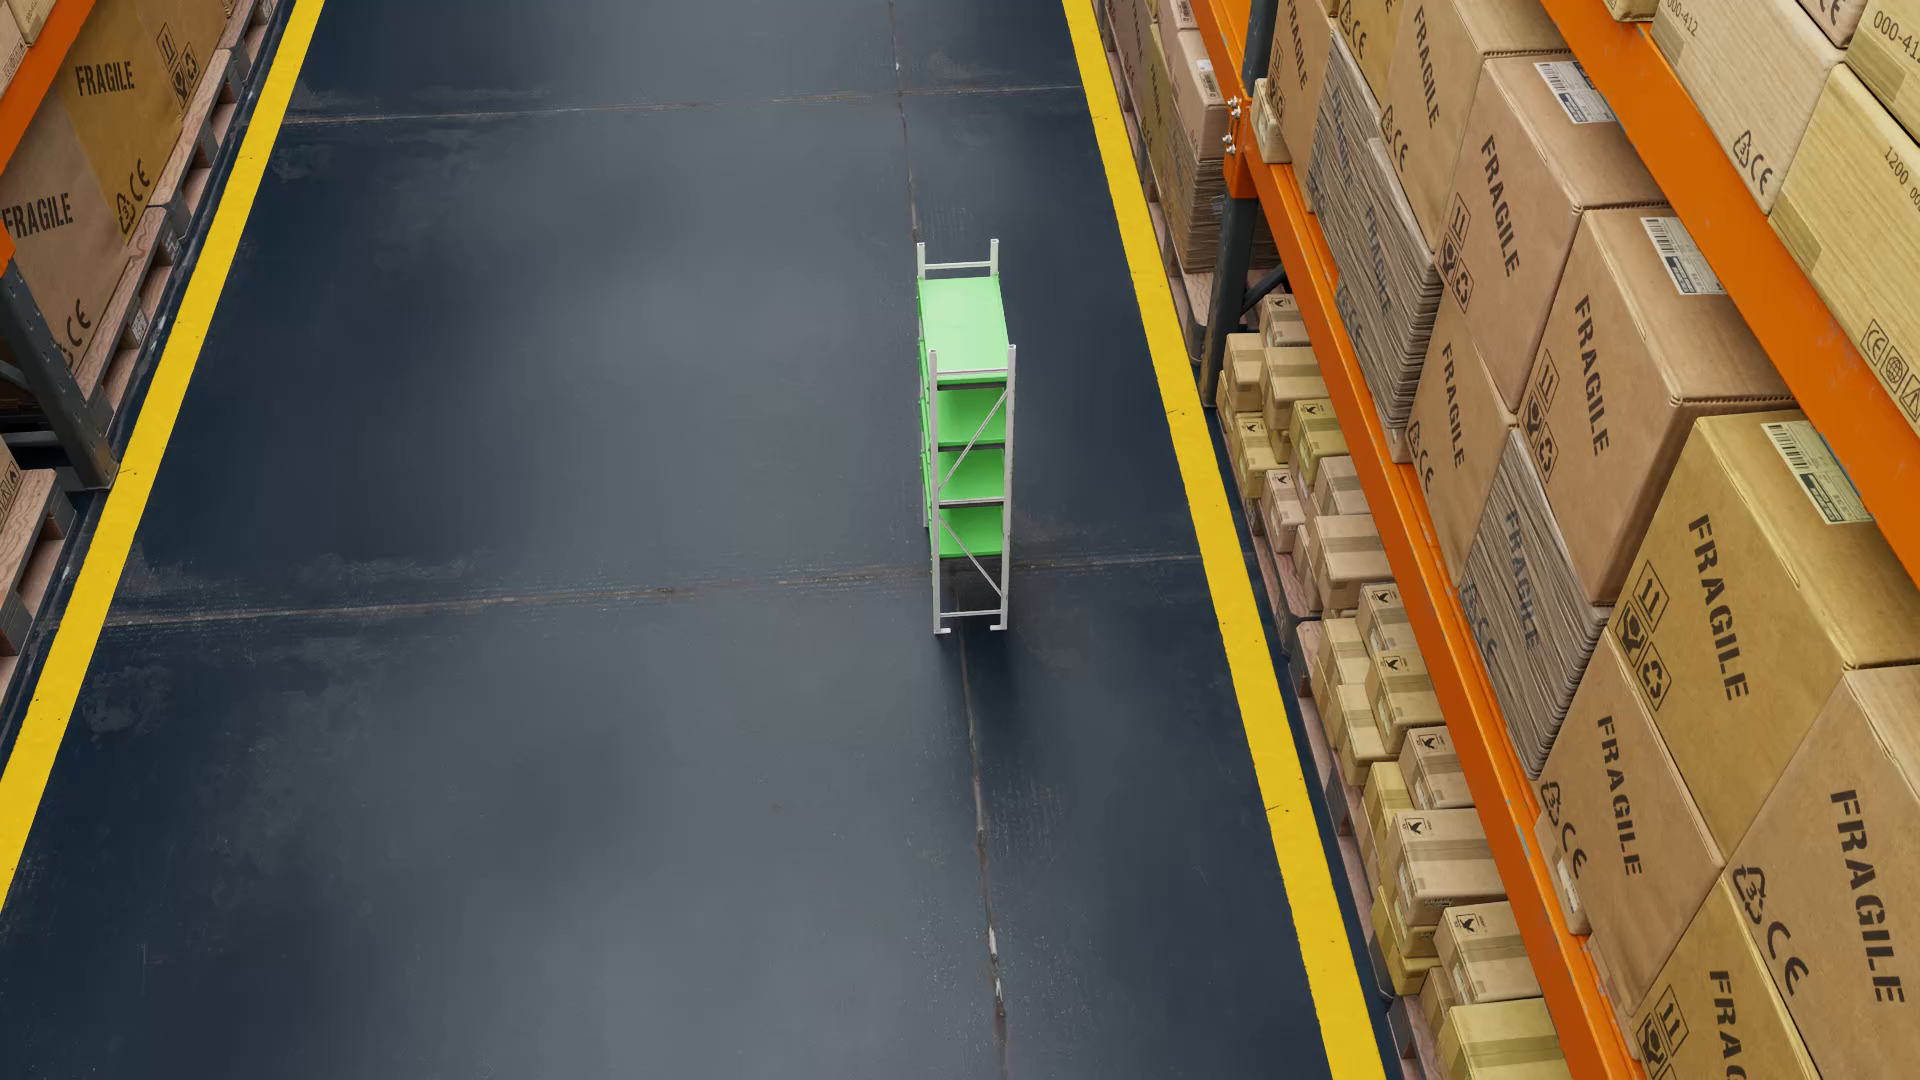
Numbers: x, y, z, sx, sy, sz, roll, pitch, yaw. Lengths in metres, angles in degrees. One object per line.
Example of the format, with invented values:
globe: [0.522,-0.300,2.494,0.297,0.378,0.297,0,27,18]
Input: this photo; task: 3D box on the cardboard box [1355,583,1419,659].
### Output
cardboard box: [1.349,0.251,4.711,0.380,0.149,0.250,-5,47,-5]

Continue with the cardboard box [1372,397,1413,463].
cardboard box: [1.260,-0.333,4.172,0.380,0.149,0.250,-2,47,-2]

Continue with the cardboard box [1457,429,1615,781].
cardboard box: [1.354,0.115,3.301,0.500,0.500,0.500,-3,47,-3]

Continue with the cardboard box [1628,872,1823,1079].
cardboard box: [1.444,0.854,2.601,0.500,0.500,0.500,-3,47,-2]

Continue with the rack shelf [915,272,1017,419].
rack shelf: [0.014,-0.579,4.899,0.258,0.148,0.480,-3,47,-3]

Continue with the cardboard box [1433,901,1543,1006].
cardboard box: [1.371,1.008,3.994,0.380,0.149,0.250,-5,47,-5]

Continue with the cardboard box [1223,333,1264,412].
cardboard box: [1.115,-0.578,5.701,0.380,0.149,0.250,-2,47,-1]

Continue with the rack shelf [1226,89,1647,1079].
rack shelf: [1.571,0.101,4.084,1.077,0.370,4.000,-3,47,-3]

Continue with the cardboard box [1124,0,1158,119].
cardboard box: [1.009,-2.141,7.145,0.500,0.500,0.500,-4,47,-4]

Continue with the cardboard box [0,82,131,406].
cardboard box: [-3.653,-1.077,5.878,0.875,0.875,0.875,-2,47,-2]

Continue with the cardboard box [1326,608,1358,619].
cardboard box: [1.301,0.169,4.993,0.380,0.149,0.250,-2,47,-1]

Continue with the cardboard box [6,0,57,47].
cardboard box: [-3.340,-1.877,5.565,0.500,0.250,0.500,-5,47,-4]

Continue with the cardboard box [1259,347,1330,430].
cardboard box: [1.190,-0.498,5.420,0.380,0.149,0.250,-1,47,-1]

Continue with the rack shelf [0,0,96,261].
rack shelf: [-3.688,-2.419,6.471,1.077,0.370,4.000,-3,47,-3]

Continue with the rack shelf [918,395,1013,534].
rack shelf: [0.014,-0.249,5.247,0.258,0.148,0.480,-3,47,-3]

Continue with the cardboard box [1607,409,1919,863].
cardboard box: [1.410,0.137,2.592,0.500,0.500,0.500,-5,47,-5]

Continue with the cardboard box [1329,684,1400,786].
cardboard box: [1.254,0.535,4.646,0.380,0.149,0.250,-3,47,-3]

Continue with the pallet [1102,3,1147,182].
pallet: [1.231,-2.083,7.577,1.003,0.211,1.213,-3,47,-3]

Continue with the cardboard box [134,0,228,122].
cardboard box: [-3.810,-2.377,7.110,0.875,0.875,0.875,-3,47,-3]

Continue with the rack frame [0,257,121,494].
rack frame: [-3.521,-1.220,4.839,1.000,3.000,0.127,-3,47,-3]

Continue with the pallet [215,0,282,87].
pallet: [-3.865,-2.580,8.048,1.003,0.211,1.213,-3,47,-3]

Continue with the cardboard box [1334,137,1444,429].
cardboard box: [1.248,-0.633,4.009,0.500,0.500,0.500,-4,47,-4]

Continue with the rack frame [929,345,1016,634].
rack frame: [0.034,-0.116,5.034,0.240,1.200,0.015,-3,47,-3]

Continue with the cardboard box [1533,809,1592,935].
cardboard box: [1.365,0.622,3.268,0.380,0.149,0.250,-2,47,-2]

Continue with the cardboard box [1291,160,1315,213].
cardboard box: [1.197,-1.100,4.899,0.380,0.149,0.250,-2,47,-2]

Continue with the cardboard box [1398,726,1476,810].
cardboard box: [1.381,0.619,4.362,0.380,0.149,0.250,-5,47,-5]

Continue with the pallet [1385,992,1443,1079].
pallet: [1.699,1.614,4.076,1.003,0.211,1.213,-3,47,-3]

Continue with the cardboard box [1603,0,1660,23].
cardboard box: [1.294,-1.105,2.767,0.500,0.250,0.500,-2,47,-2]

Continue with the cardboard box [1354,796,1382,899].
cardboard box: [1.307,0.834,4.568,0.380,0.149,0.250,-3,47,-3]

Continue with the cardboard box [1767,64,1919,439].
cardboard box: [1.386,-0.361,2.064,0.500,0.250,0.500,-3,47,-3]

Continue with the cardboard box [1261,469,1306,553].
cardboard box: [1.208,-0.106,5.458,0.380,0.149,0.250,-4,47,-3]

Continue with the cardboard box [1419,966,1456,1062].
cardboard box: [1.394,1.214,4.209,0.380,0.149,0.250,-3,47,-3]

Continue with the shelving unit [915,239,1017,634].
shelving unit: [0.014,-0.293,5.201,0.258,1.200,0.503,-3,47,-3]

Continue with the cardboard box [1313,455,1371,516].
cardboard box: [1.304,-0.130,5.072,0.380,0.149,0.250,-5,47,-4]

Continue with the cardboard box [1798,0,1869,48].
cardboard box: [1.362,-0.910,2.239,0.500,0.250,0.500,-3,47,-3]

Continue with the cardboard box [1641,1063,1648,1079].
cardboard box: [1.446,0.986,2.924,0.380,0.149,0.250,-4,47,-3]

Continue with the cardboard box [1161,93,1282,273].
cardboard box: [1.090,-1.399,6.441,0.500,0.500,0.500,-4,47,-4]

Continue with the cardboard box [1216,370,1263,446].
cardboard box: [1.114,-0.475,5.808,0.380,0.149,0.250,-5,47,-5]

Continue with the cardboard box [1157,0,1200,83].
cardboard box: [1.059,-2.033,6.525,0.500,0.250,0.500,-1,47,-1]

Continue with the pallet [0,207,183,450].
pallet: [-3.661,-0.815,6.376,1.003,0.211,1.213,-3,47,-3]

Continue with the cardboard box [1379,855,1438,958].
cardboard box: [1.308,0.920,4.283,0.380,0.149,0.250,-3,47,-3]

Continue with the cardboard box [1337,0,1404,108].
cardboard box: [1.257,-1.359,4.009,0.500,0.500,0.500,-5,47,-4]

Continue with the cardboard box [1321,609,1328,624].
cardboard box: [1.337,0.267,5.105,0.380,0.149,0.250,-5,47,-5]

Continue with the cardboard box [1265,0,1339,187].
cardboard box: [1.194,-1.357,4.695,0.500,0.500,0.500,-4,47,-4]

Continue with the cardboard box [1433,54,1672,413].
cardboard box: [1.310,-0.621,3.310,0.500,0.500,0.500,-5,47,-5]

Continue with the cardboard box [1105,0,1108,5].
cardboard box: [0.919,-2.882,7.846,0.500,0.500,0.500,-3,47,-3]

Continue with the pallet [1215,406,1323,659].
pallet: [1.495,-0.151,5.748,1.003,0.211,1.213,-3,47,-3]

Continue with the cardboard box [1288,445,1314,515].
cardboard box: [1.282,-0.227,5.368,0.380,0.149,0.250,-4,47,-4]
